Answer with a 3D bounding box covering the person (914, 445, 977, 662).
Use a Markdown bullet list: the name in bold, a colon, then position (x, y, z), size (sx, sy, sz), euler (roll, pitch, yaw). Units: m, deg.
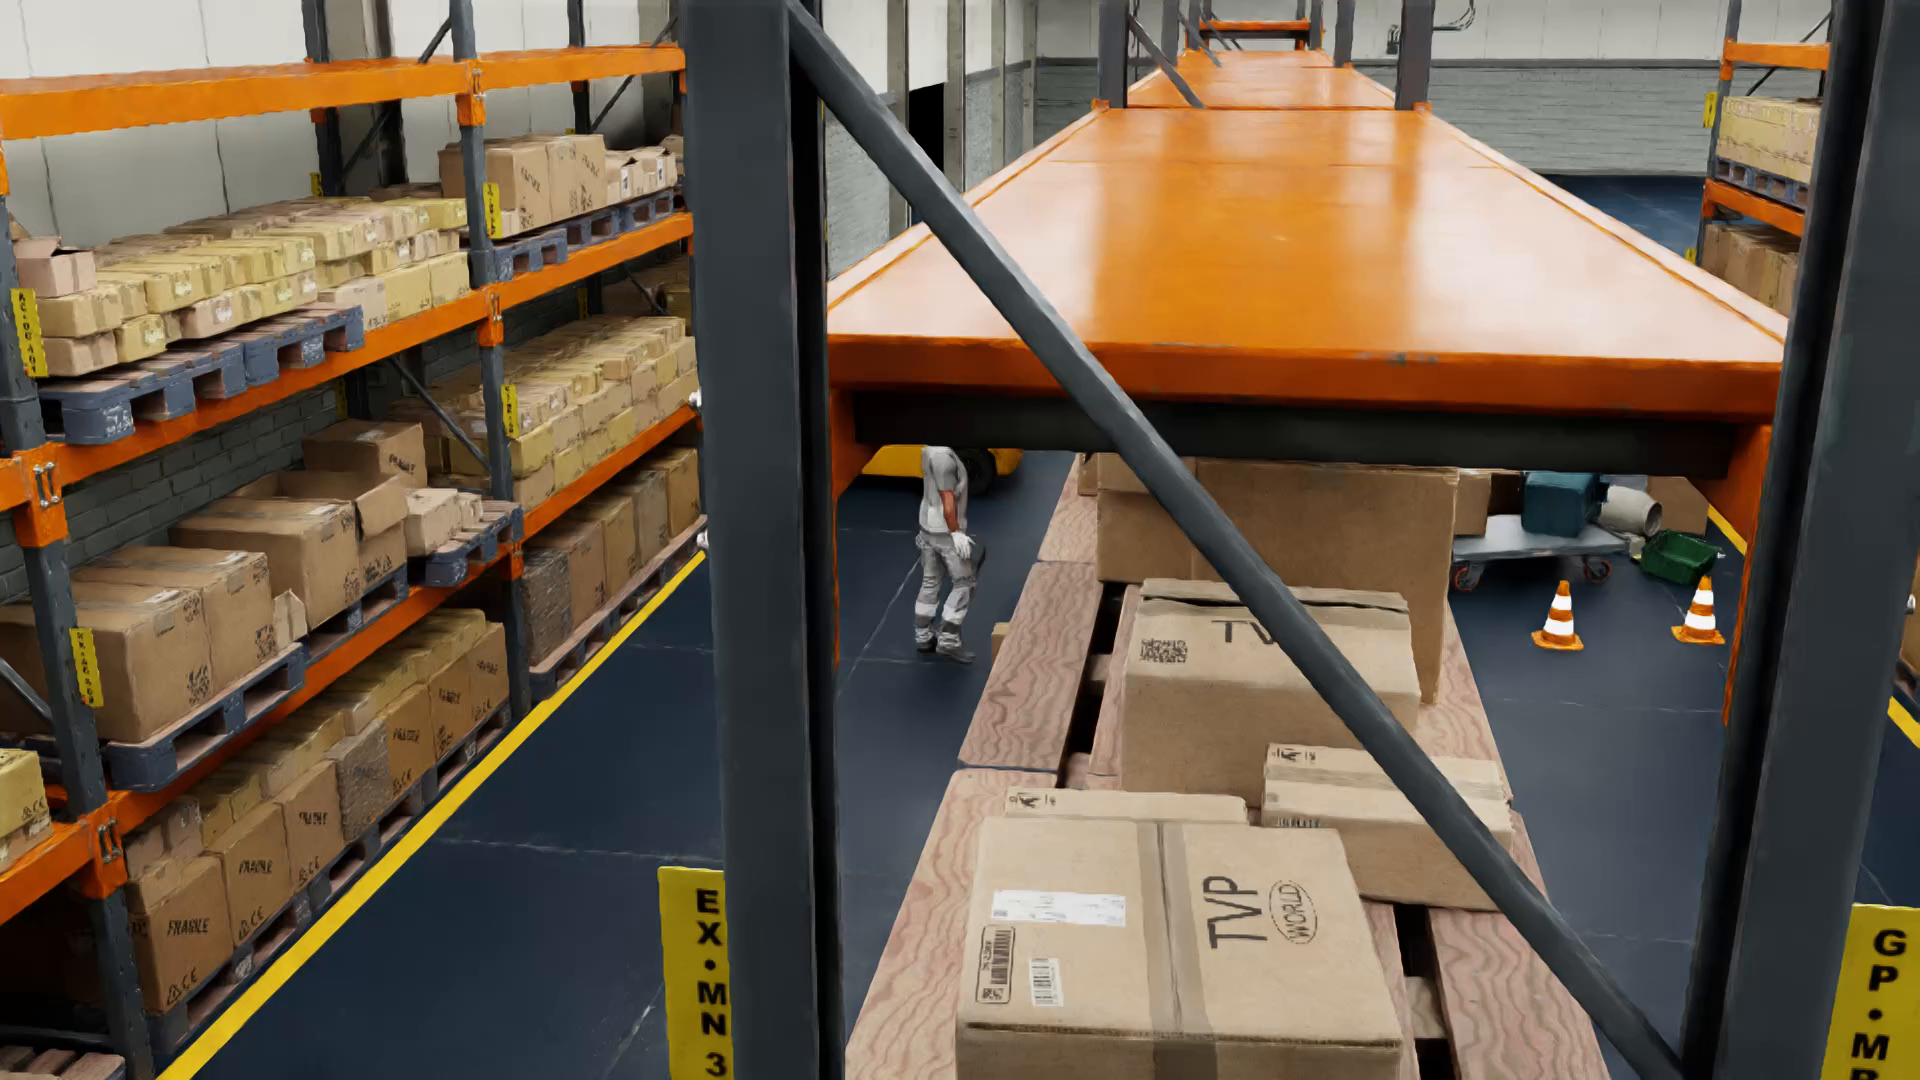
- **person**: position (-0.104, -0.039, 11.559), size (0.379, 1.804, 0.671), euler (-5, 18, -16)
